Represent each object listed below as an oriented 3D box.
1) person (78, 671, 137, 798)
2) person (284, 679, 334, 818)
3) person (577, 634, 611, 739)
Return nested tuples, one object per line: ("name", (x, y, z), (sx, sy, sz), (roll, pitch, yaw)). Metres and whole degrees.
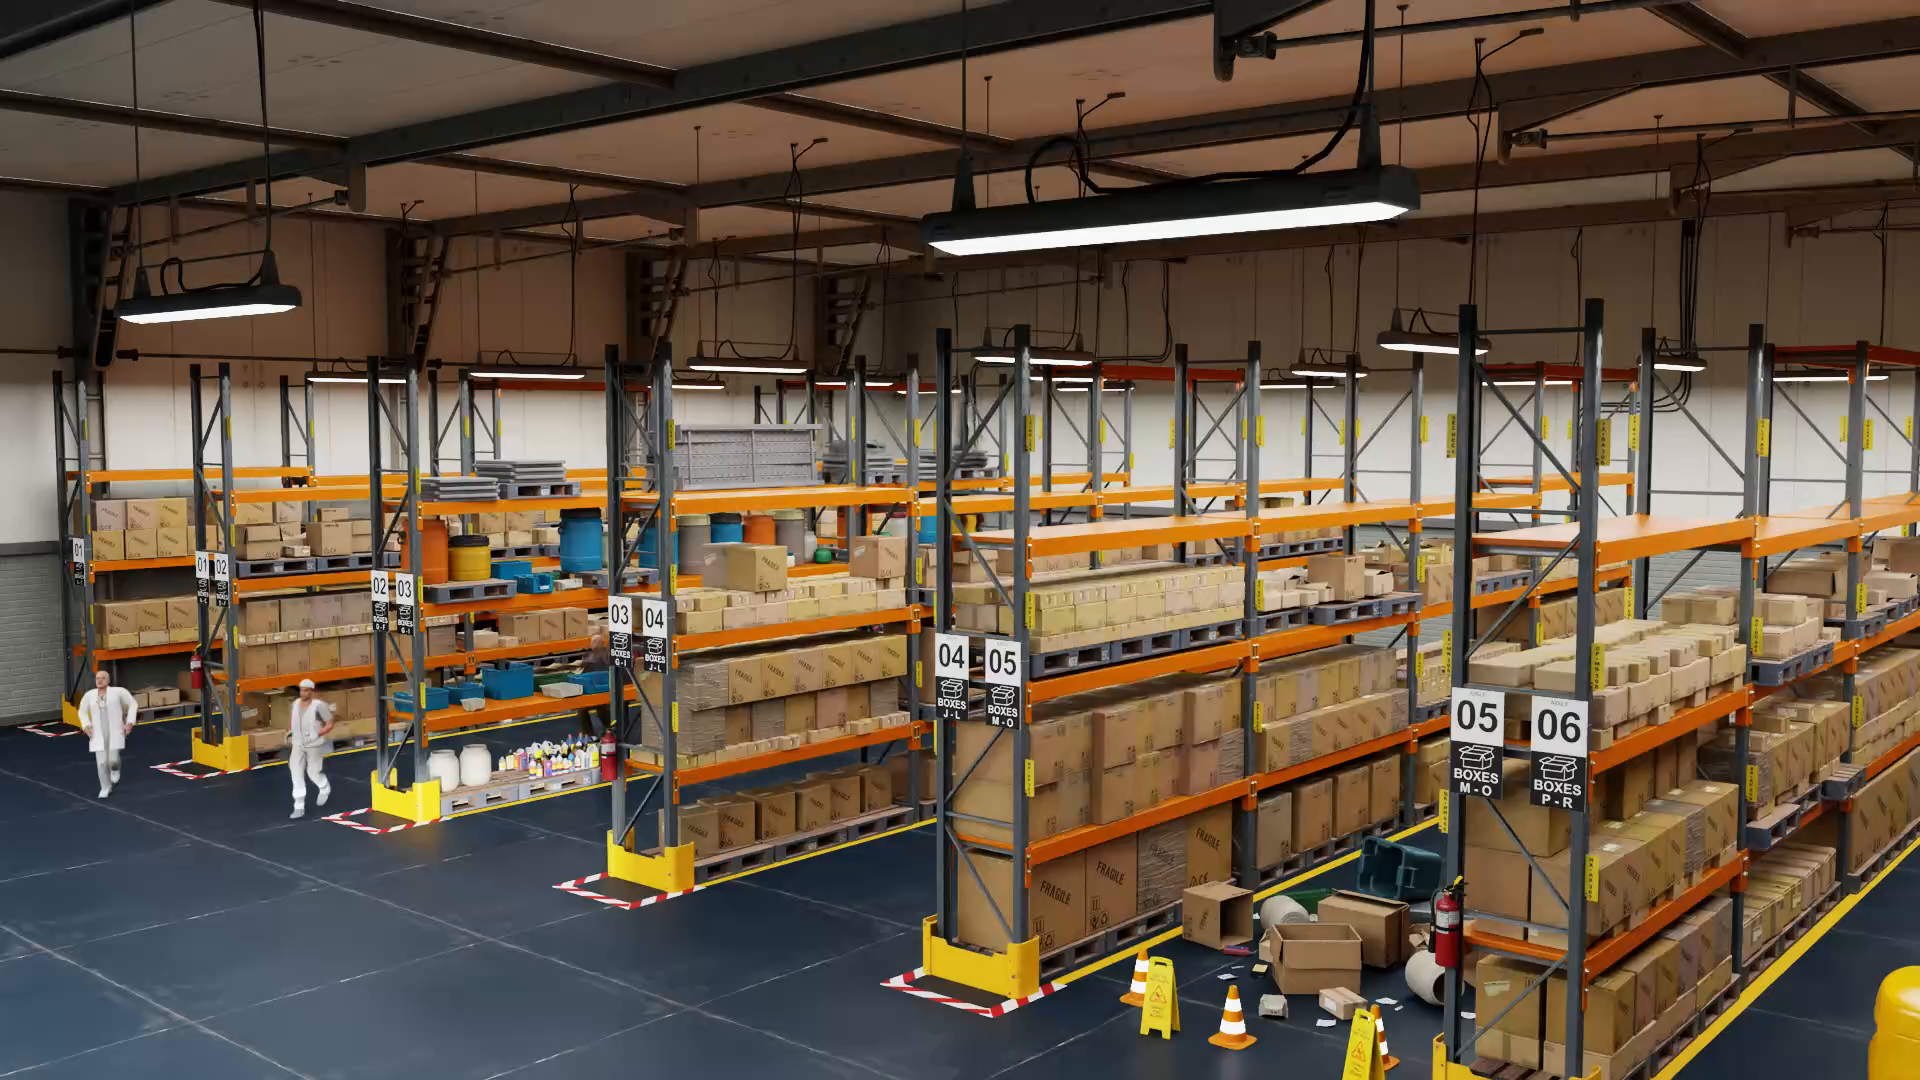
("person", (-11.711, 2.692, 22.839), (0.728, 1.647, 0.633), (-1, 4, -16))
("person", (-8.499, 2.688, 21.732), (0.663, 1.775, 0.901), (0, 4, 5))
("person", (-5.712, 2.401, 26.099), (0.686, 1.846, 0.770), (3, 5, 38))
